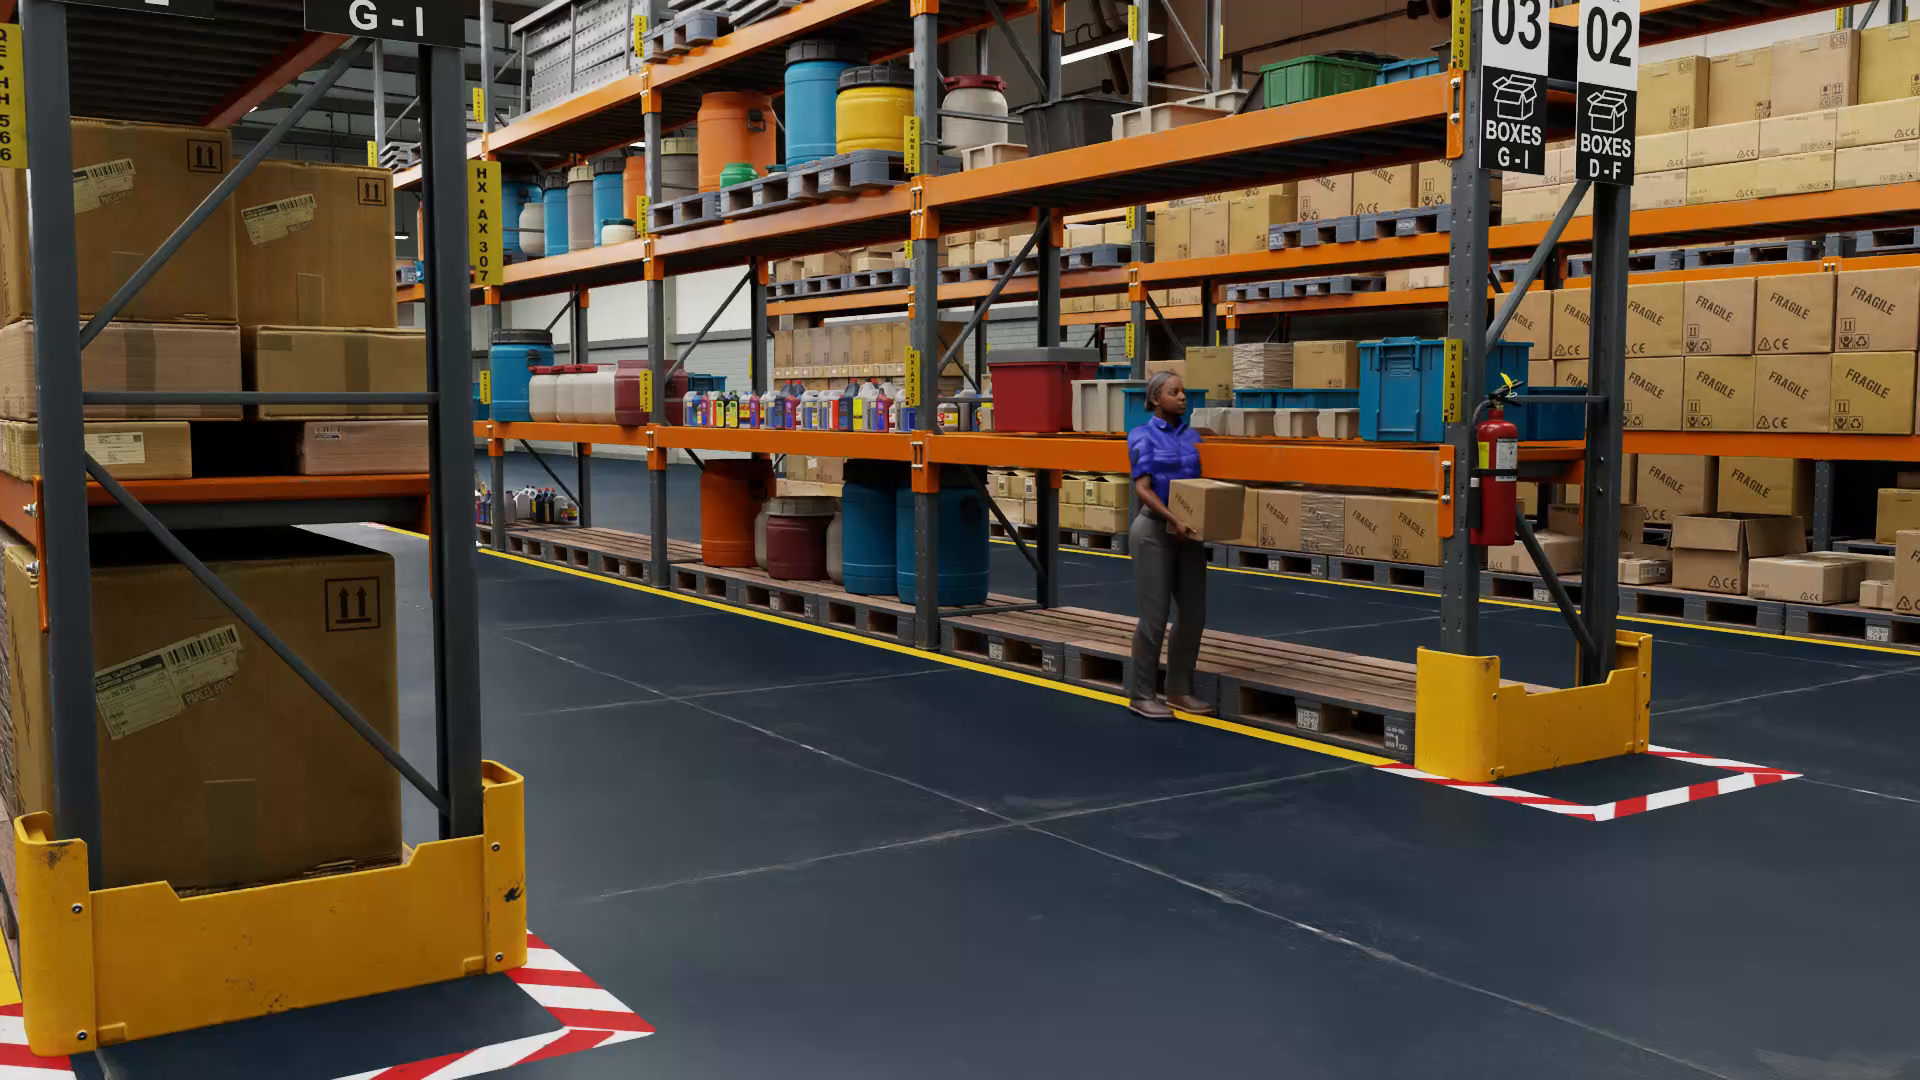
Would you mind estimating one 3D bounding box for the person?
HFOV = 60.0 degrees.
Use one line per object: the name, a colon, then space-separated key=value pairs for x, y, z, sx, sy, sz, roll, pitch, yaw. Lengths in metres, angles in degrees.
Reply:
person: x=1.047 y=0.021 z=7.908 sx=0.449 sy=1.646 sz=0.519 roll=-3 pitch=6 yaw=-34
